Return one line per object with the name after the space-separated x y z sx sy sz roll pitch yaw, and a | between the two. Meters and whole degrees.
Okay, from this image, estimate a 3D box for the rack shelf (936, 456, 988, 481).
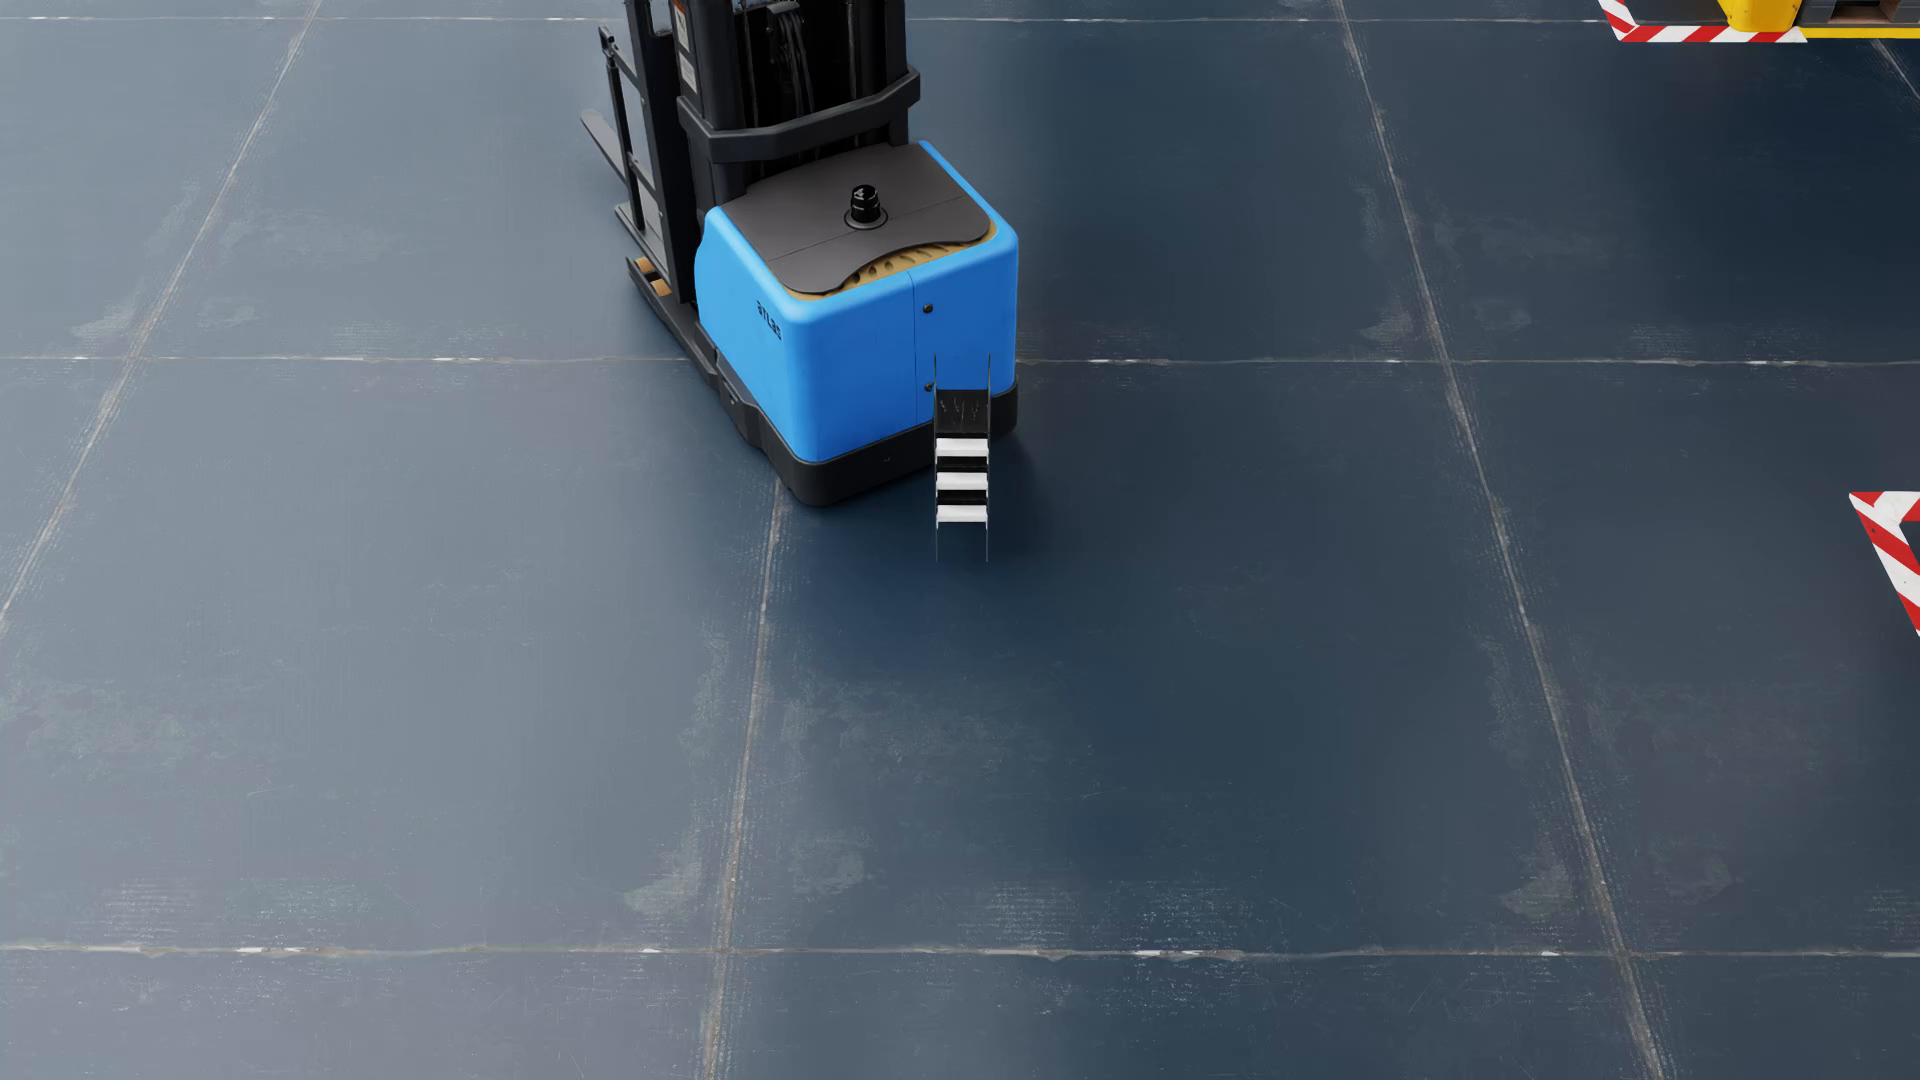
0.008 -0.345 6.460 0.200 0.077 0.258 0 47 0 | rack shelf

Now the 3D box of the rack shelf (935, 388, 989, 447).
0.008 -0.468 6.328 0.200 0.077 0.258 0 47 0 | rack shelf

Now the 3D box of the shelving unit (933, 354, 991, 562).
0.008 -0.307 6.501 0.210 0.900 0.258 0 47 0 | shelving unit

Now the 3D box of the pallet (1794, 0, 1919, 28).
5.429 -3.385 9.838 1.213 0.211 1.003 0 47 0 | pallet

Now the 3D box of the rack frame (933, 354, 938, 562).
-0.094 -0.307 6.502 0.006 0.900 0.240 0 47 0 | rack frame

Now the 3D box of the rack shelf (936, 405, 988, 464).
0.008 -0.406 6.394 0.200 0.077 0.258 0 47 0 | rack shelf

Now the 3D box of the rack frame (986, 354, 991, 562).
0.110 -0.306 6.501 0.006 0.900 0.240 0 47 0 | rack frame

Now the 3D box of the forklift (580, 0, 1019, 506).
-0.920 -2.213 6.888 1.130 2.935 3.031 -23 51 -20 | forklift

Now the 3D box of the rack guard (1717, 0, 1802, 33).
4.617 -3.512 9.758 0.348 0.500 1.175 0 47 0 | rack guard

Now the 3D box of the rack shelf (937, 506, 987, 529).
0.008 -0.161 6.658 0.200 0.077 0.258 0 47 0 | rack shelf

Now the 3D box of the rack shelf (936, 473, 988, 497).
0.008 -0.284 6.526 0.200 0.077 0.258 0 47 0 | rack shelf

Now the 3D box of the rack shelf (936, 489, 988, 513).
0.008 -0.223 6.592 0.200 0.077 0.258 0 47 0 | rack shelf
